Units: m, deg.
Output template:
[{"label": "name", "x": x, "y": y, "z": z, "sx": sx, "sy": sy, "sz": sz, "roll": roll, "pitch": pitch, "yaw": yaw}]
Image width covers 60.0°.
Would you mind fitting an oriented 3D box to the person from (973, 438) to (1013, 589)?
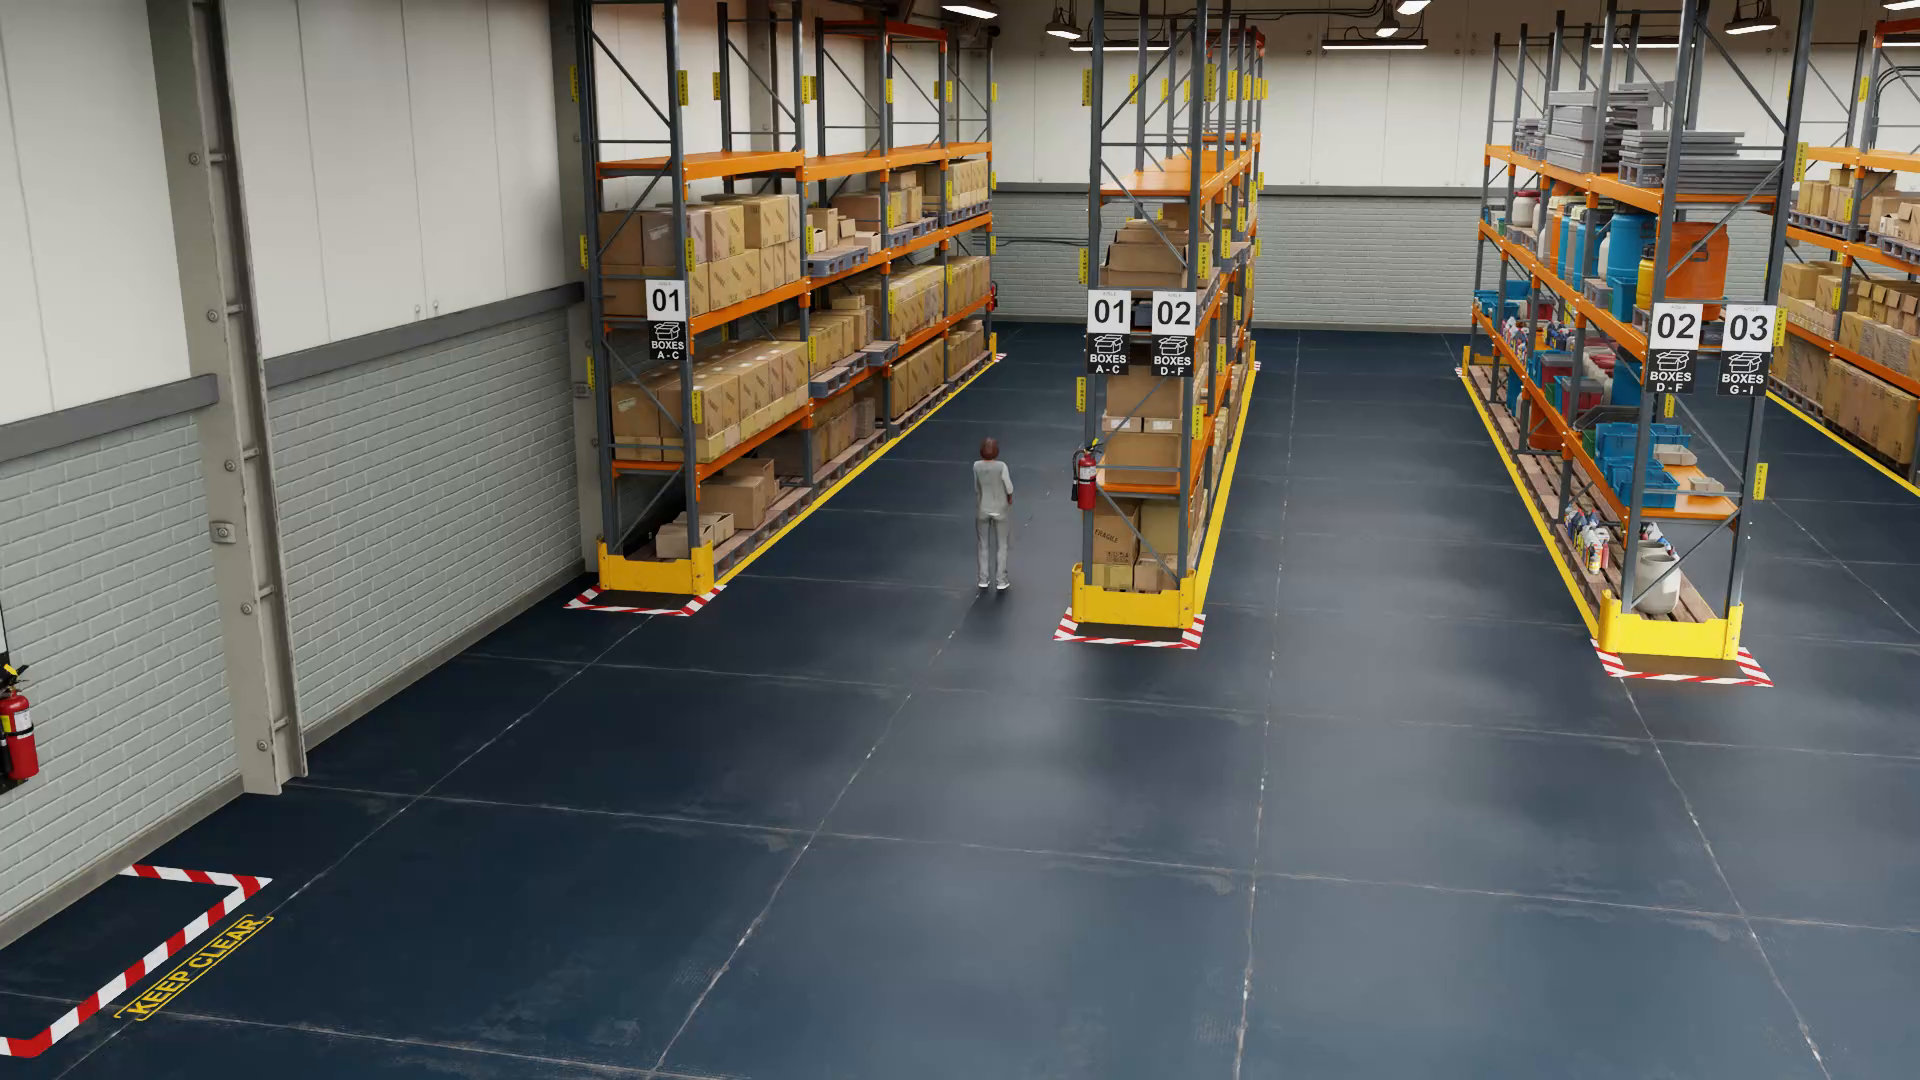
[{"label": "person", "x": 0.347, "y": -0.298, "z": 17.163, "sx": 0.404, "sy": 1.590, "sz": 0.494, "roll": 3, "pitch": 15, "yaw": 12}]
